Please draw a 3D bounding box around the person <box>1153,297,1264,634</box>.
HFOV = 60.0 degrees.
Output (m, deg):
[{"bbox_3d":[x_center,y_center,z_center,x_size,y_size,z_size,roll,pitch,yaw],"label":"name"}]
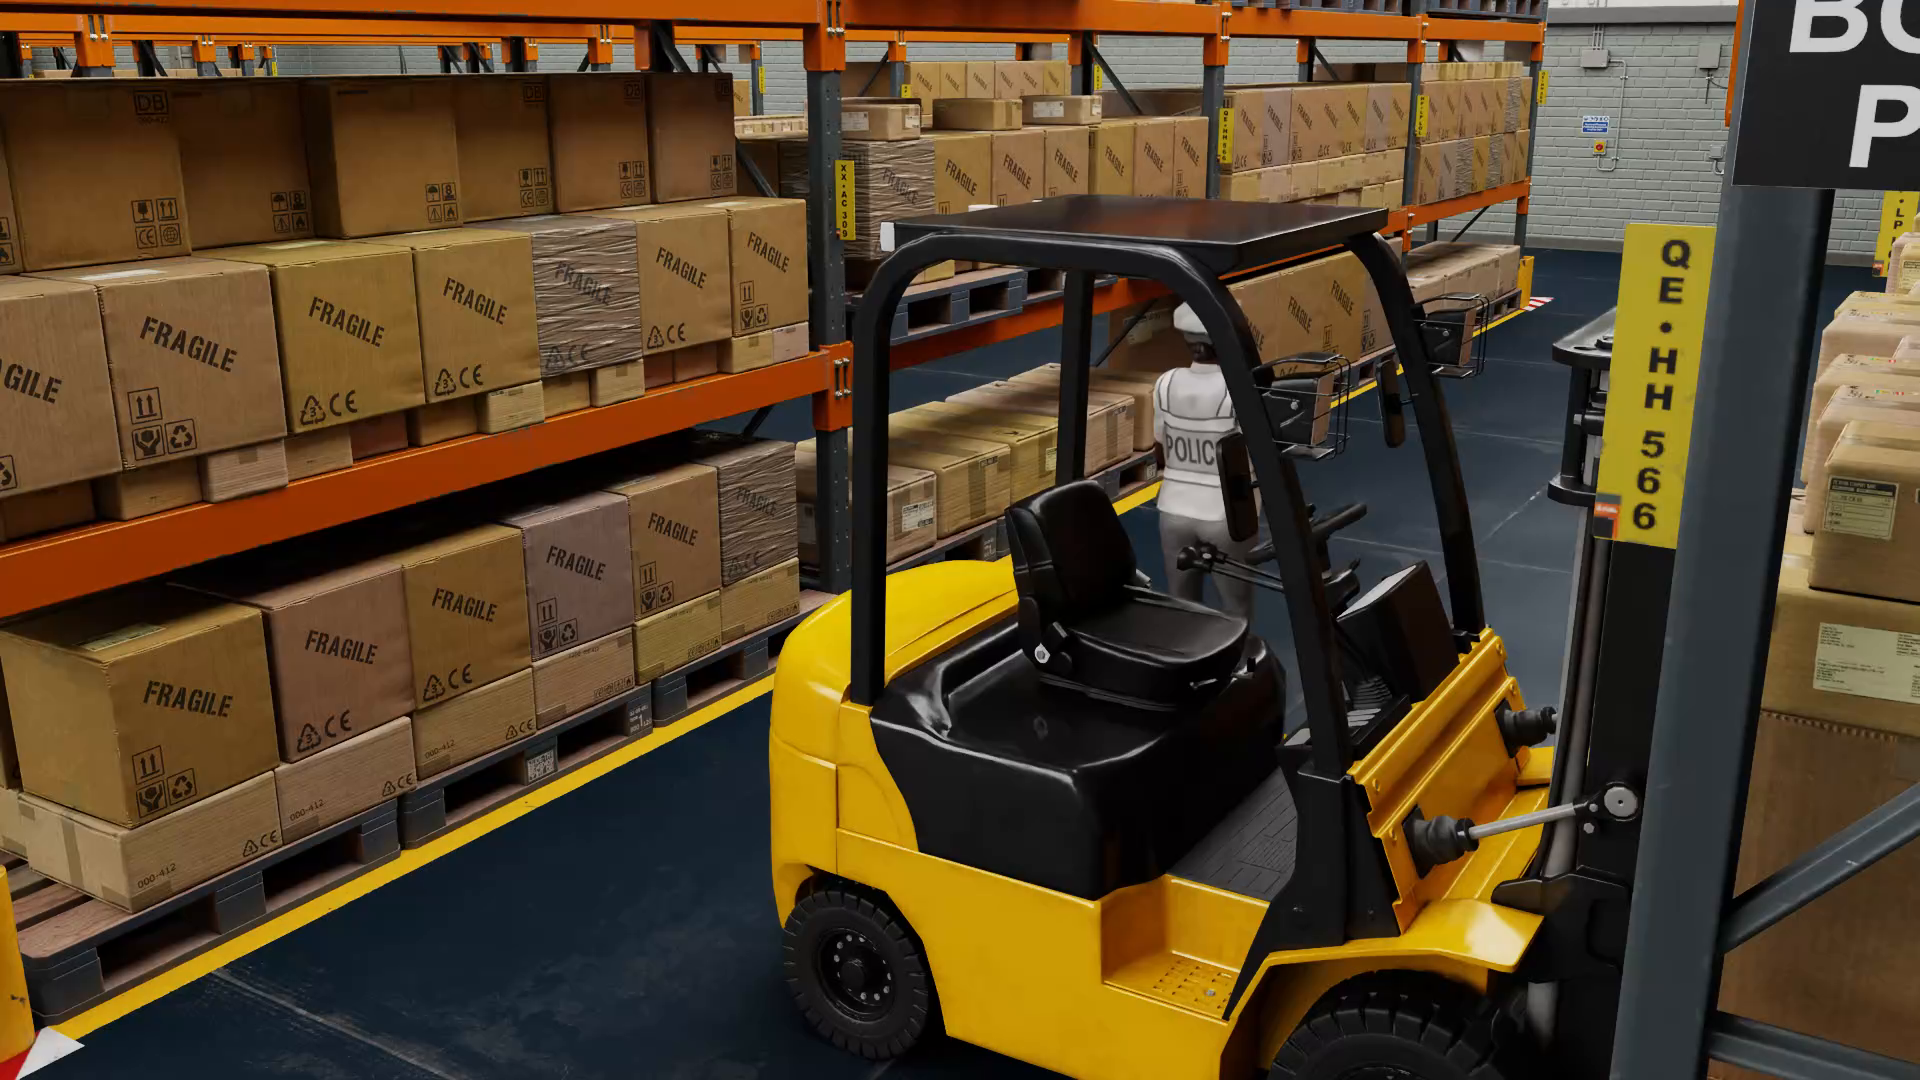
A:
[{"bbox_3d":[0.974,-0.096,6.321,0.464,1.683,0.507,10,19,30],"label":"person"}]
